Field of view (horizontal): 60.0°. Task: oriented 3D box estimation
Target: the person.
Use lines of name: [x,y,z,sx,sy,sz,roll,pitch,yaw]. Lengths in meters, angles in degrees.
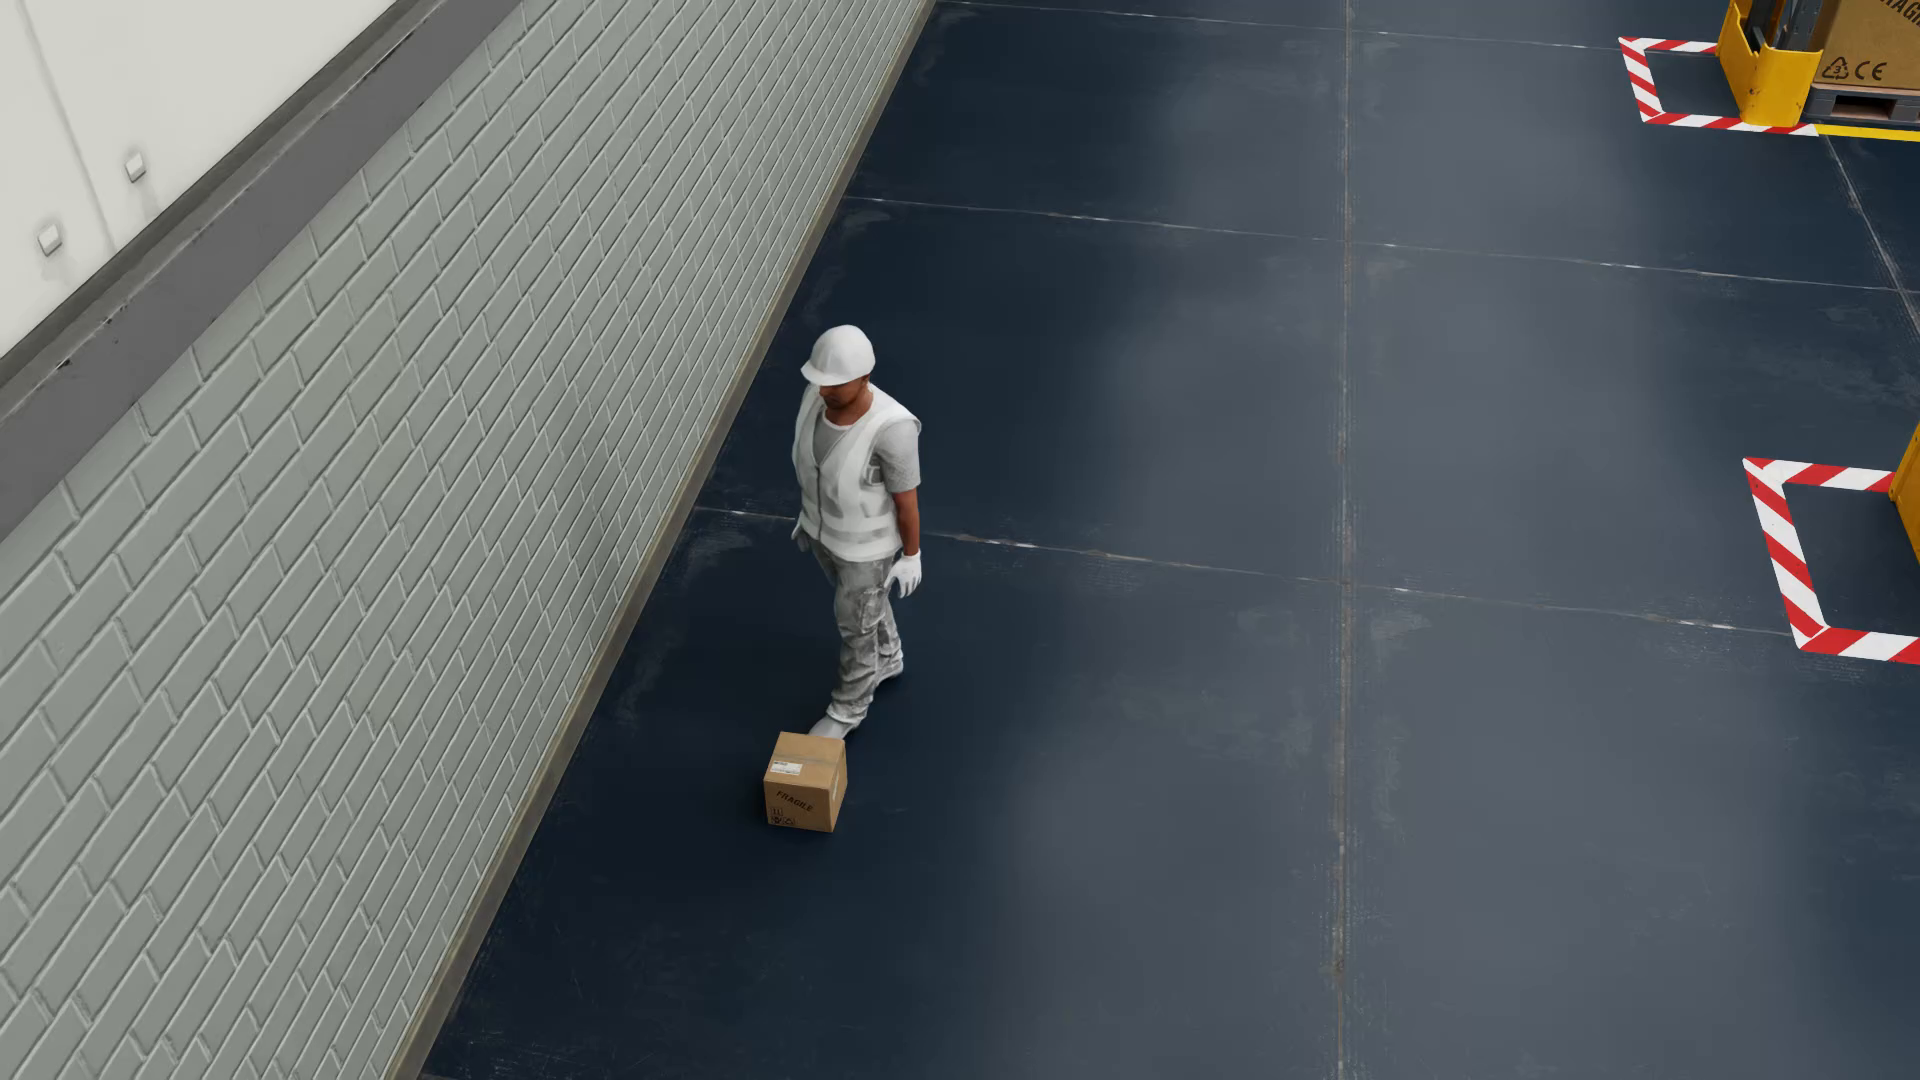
person: [-0.430,0.008,6.123,0.612,1.787,0.574,-31,49,-31]
